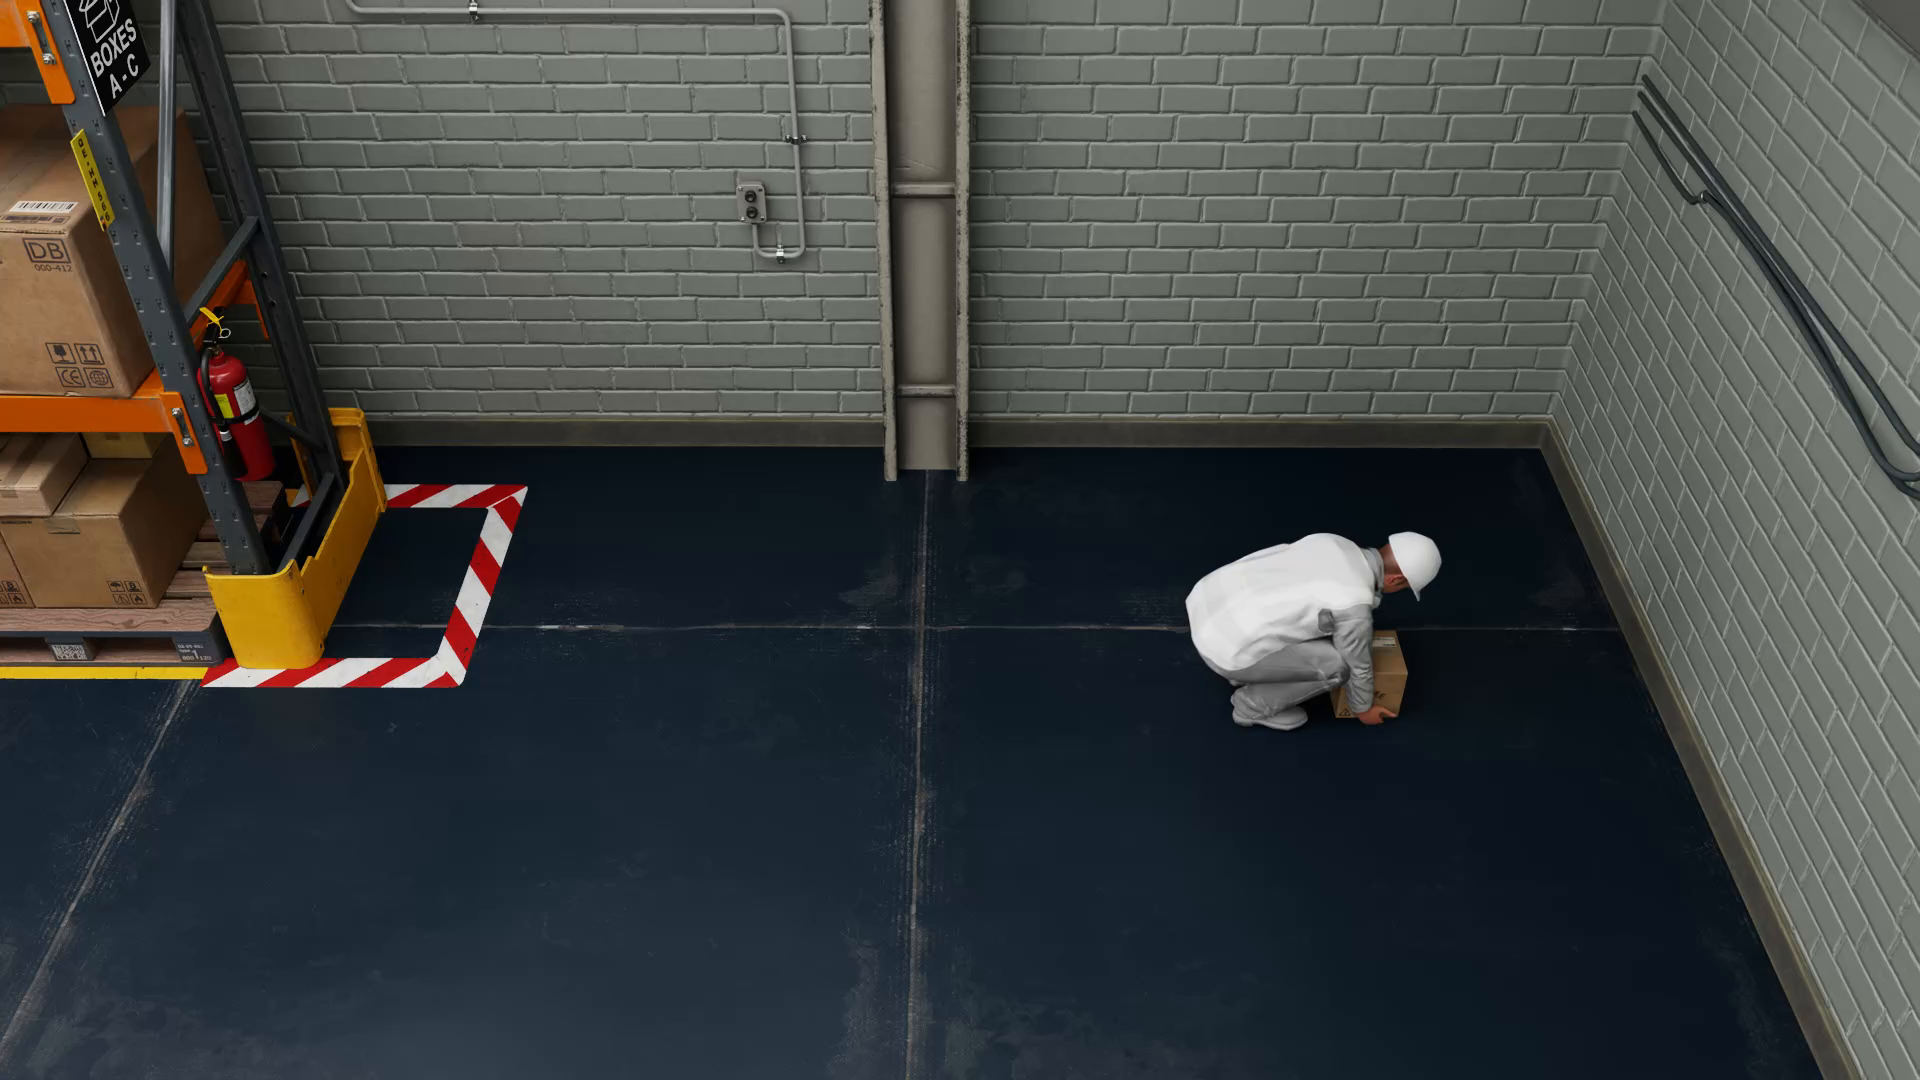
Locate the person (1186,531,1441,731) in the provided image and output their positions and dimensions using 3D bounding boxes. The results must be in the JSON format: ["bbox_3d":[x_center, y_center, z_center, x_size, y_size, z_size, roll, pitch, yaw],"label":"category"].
[{"bbox_3d":[1.364,0.363,6.535,0.952,0.876,0.513,0,39,0],"label":"person"}]
